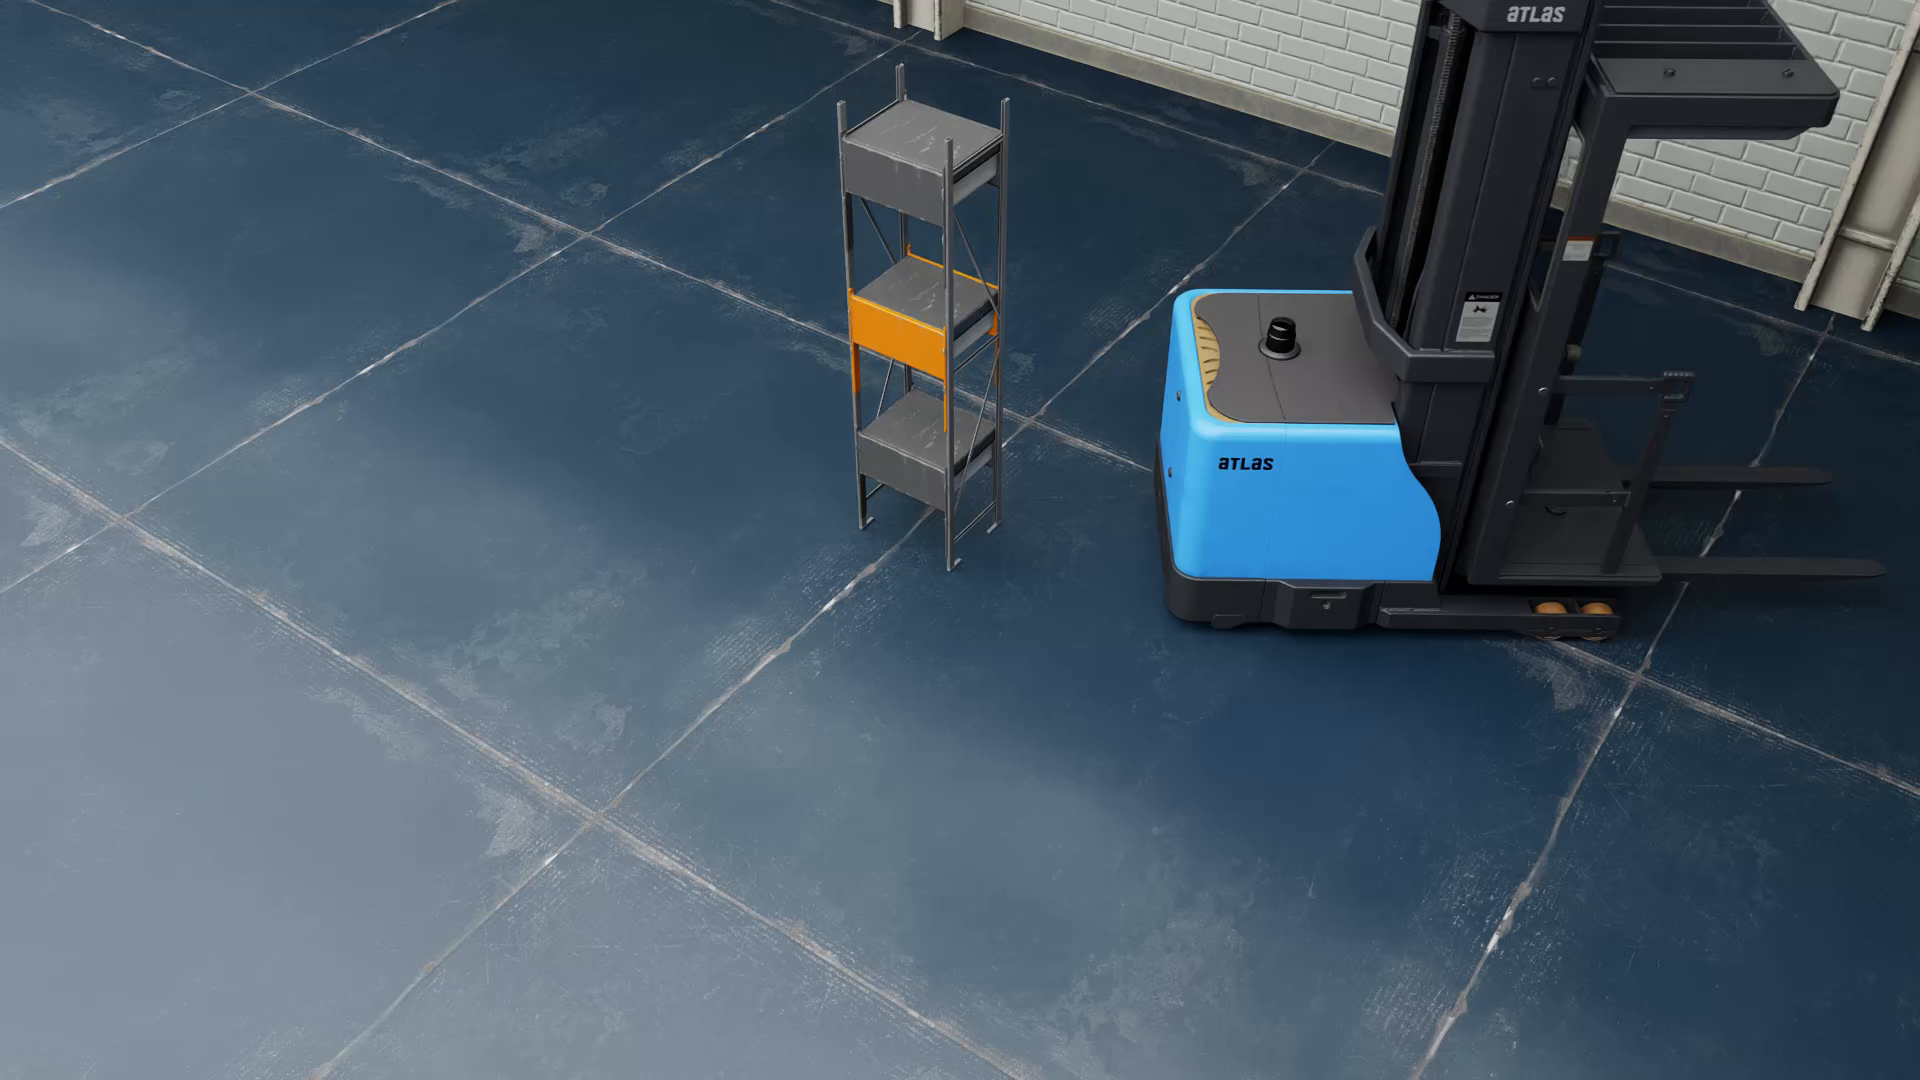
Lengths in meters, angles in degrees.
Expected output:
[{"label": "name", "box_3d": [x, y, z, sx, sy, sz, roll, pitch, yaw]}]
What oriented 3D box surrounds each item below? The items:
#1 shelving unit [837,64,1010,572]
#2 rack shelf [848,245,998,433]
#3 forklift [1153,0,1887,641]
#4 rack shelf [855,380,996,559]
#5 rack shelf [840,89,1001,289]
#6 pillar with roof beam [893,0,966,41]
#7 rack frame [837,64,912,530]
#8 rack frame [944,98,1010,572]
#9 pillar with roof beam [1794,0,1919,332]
[{"label": "shelving unit", "box_3d": [-0.136, -0.846, 6.869, 0.503, 2.100, 0.431, 25, 48, 25]}, {"label": "rack shelf", "box_3d": [-0.136, -0.836, 6.878, 0.480, 0.518, 0.431, 25, 48, 25]}, {"label": "forklift", "box_3d": [2.404, -1.028, 6.449, 3.031, 2.935, 1.130, 1, 42, 1]}, {"label": "rack shelf", "box_3d": [-0.136, -0.314, 7.345, 0.480, 0.518, 0.431, 25, 48, 25]}, {"label": "rack shelf", "box_3d": [-0.136, -1.357, 6.411, 0.480, 0.518, 0.431, 25, 48, 25]}, {"label": "pillar with roof beam", "box_3d": [-2.680, -4.550, 5.835, 0.400, 9.000, 9.100, 25, 48, 25]}, {"label": "rack frame", "box_3d": [-0.335, -0.939, 6.973, 0.015, 2.100, 0.400, 25, 48, 25]}, {"label": "rack frame", "box_3d": [0.064, -0.752, 6.765, 0.015, 2.100, 0.400, 25, 48, 25]}, {"label": "pillar with roof beam", "box_3d": [2.233, -2.253, 3.267, 0.400, 9.000, 9.100, 25, 48, 25]}]
